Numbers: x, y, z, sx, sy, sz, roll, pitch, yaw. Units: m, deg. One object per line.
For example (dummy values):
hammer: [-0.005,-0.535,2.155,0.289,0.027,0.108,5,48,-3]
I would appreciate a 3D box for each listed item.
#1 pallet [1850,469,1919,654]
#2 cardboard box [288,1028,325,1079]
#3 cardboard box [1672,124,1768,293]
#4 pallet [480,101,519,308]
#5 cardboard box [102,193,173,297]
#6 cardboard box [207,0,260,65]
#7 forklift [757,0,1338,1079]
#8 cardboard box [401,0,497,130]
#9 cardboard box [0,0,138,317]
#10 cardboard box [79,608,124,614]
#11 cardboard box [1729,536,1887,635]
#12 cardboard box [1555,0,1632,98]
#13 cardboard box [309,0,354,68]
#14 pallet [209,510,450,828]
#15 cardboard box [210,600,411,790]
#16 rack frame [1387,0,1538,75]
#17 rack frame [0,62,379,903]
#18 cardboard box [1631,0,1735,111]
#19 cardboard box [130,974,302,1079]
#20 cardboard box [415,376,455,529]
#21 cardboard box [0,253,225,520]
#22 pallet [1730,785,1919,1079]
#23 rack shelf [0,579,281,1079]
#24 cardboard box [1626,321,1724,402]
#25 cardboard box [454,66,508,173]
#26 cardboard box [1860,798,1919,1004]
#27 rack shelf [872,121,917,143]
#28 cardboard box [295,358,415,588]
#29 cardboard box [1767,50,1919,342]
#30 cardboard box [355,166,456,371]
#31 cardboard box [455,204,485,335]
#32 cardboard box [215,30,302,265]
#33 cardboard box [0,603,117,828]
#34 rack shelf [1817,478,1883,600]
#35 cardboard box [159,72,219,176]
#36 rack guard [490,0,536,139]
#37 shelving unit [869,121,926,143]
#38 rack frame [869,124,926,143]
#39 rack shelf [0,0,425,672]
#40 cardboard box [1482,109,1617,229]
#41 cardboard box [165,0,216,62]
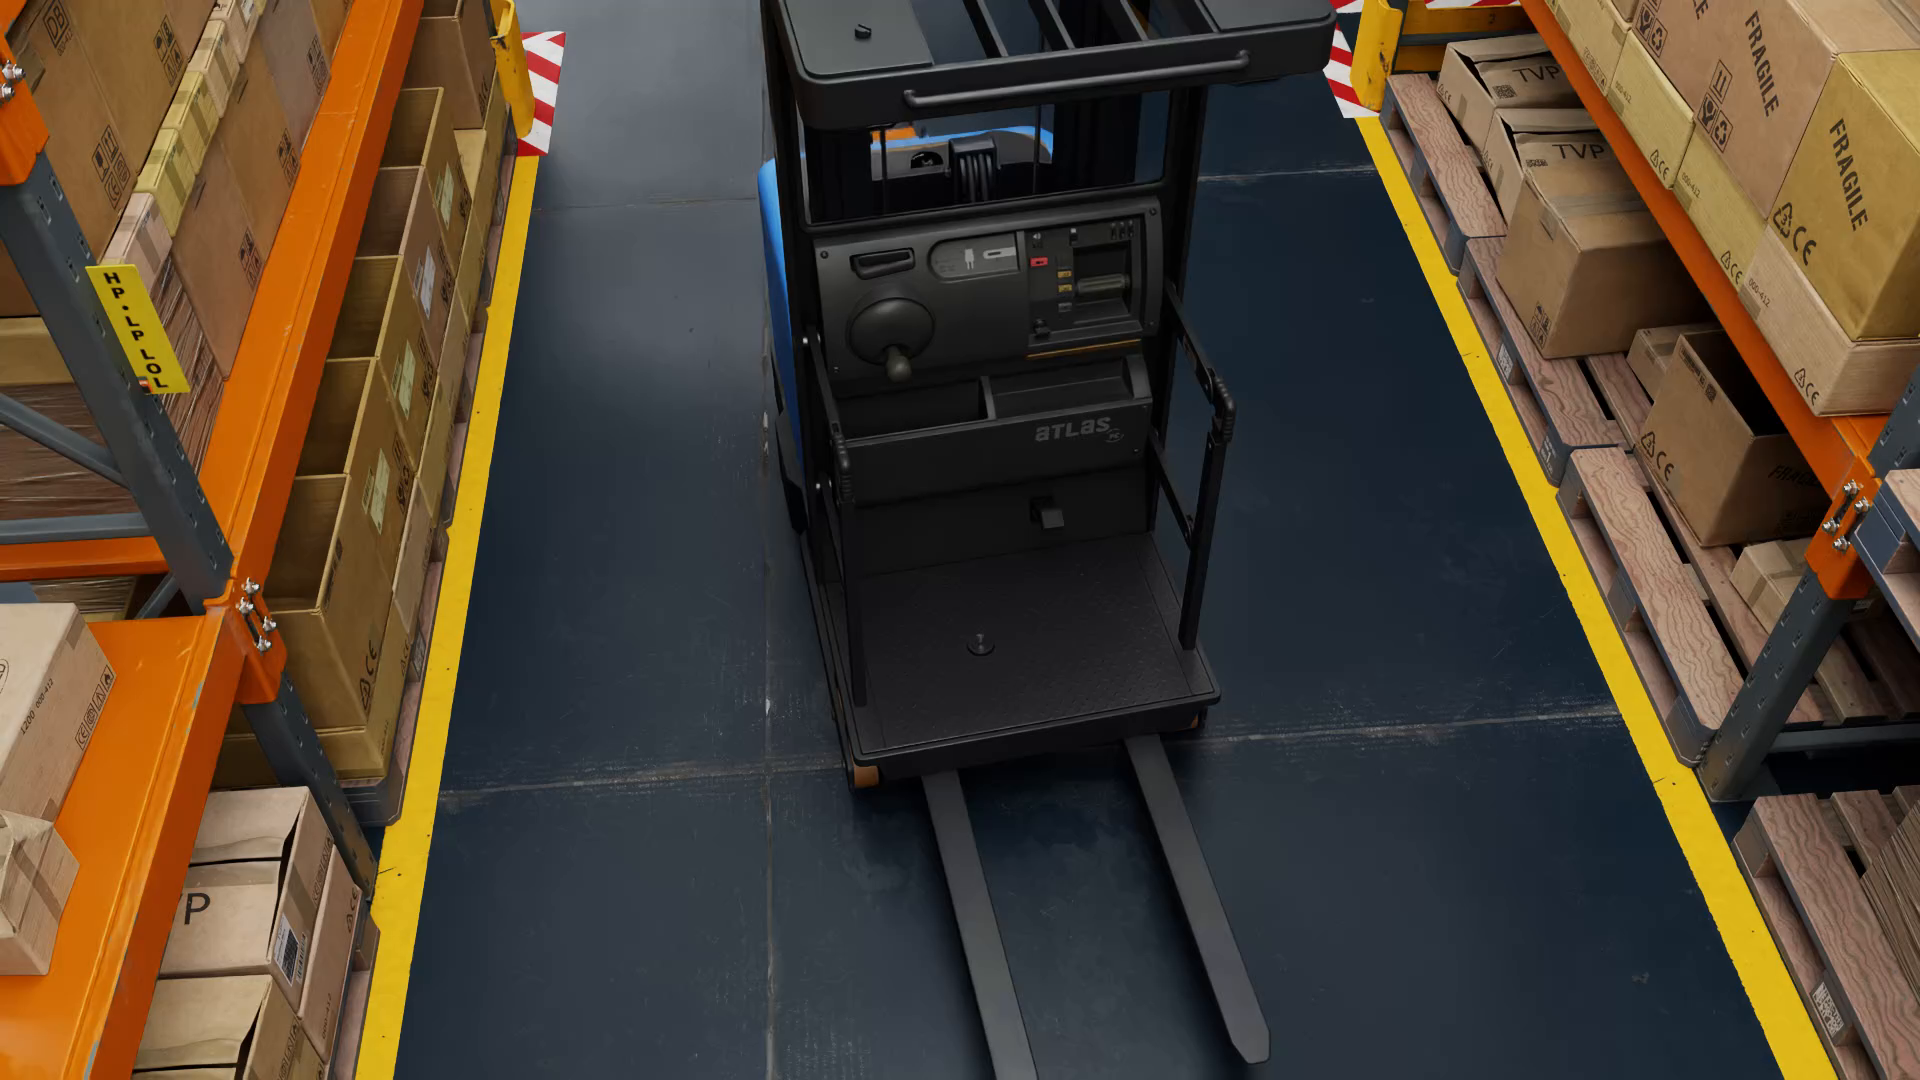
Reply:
pallet: [2.666,0.317,3.516,1.003,0.211,1.213,-3,47,-3]
cardboard box: [-1.825,1.442,3.922,0.500,0.250,0.500,-4,47,-4]
cardboard box: [2.372,-0.951,4.675,0.500,0.250,0.500,-3,47,-3]
pallet: [-2.418,-1.392,6.922,1.003,0.211,1.213,-3,47,-3]
cardboard box: [-2.040,-0.652,3.786,0.380,0.149,0.250,-3,47,-3]
cardboard box: [-2.130,-1.403,4.497,0.380,0.149,0.250,-5,47,-4]
forklift: [0.134,-0.563,4.265,1.130,2.935,3.031,-9,47,-8]
cardboard box: [-2.182,-1.988,6.655,0.500,0.500,0.500,-3,47,-3]
cardboard box: [-2.232,-0.808,3.487,0.700,0.500,0.500,-3,47,-3]
cardboard box: [-2.478,0.109,5.185,0.500,0.250,0.500,-3,47,-3]
cardboard box: [2.672,0.127,5.212,0.380,0.166,0.250,-9,47,-8]
cardboard box: [2.271,-1.678,5.363,0.500,0.250,0.500,-3,47,-3]
cardboard box: [-2.413,-1.858,5.375,0.700,0.500,0.500,-3,47,-3]
pallet: [-2.214,0.374,5.251,1.003,0.211,1.213,-3,47,-3]
cardboard box: [-1.926,0.440,4.872,0.500,0.250,0.500,-3,47,-3]
rack frame: [2.412,-3.205,6.719,1.000,3.000,0.127,-3,47,-3]
rack frame: [-2.189,-0.007,3.691,1.000,3.000,0.127,-3,47,-3]
cardboard box: [2.320,-1.573,4.747,0.500,0.500,0.500,-5,47,-4]
cardboard box: [-1.820,1.253,3.716,0.500,0.311,0.500,-2,47,-2]
cardboard box: [-1.999,-0.284,5.558,0.500,0.250,0.500,-3,47,-3]
cardboard box: [-2.232,-0.362,3.958,0.700,0.500,0.500,-5,47,-4]
pallet: [2.814,1.211,4.458,1.003,0.211,1.213,-3,47,-3]
rack shelf: [-2.022,1.687,2.582,1.077,0.370,4.000,-3,47,-3]
cardboard box: [2.633,-0.640,5.951,0.380,0.149,0.250,-7,47,-6]
cardboard box: [-2.184,-1.730,6.927,0.500,0.250,0.500,-3,47,-3]
cardboard box: [2.825,0.929,4.223,0.700,0.500,0.500,-2,47,-2]
rack shelf: [-0.241,-1.295,5.871,0.215,0.259,0.240,-9,45,-9]
cardboard box: [-1.965,-0.180,4.942,0.500,0.500,0.500,-3,47,-3]
cardboard box: [2.399,-0.847,4.060,0.500,0.500,0.500,-4,47,-3]
cardboard box: [-2.043,-0.904,5.628,0.500,0.500,0.500,-3,47,-3]
cardboard box: [-2.087,-1.007,6.243,0.500,0.250,0.500,-3,47,-3]
cardboard box: [-2.321,-1.107,4.663,0.700,0.500,0.500,-3,47,-3]
cardboard box: [-2.104,0.398,3.410,0.500,0.250,0.500,-1,47,-1]
rack shelf: [2.914,1.383,2.869,1.077,0.370,4.000,-3,47,-3]
cardboard box: [-2.086,-1.029,4.143,0.380,0.149,0.250,-4,47,-4]
rack guard: [-2.526,-2.059,7.356,1.175,0.500,0.348,-3,47,-3]
shelving unit: [-0.239,-1.100,6.063,0.215,1.050,0.252,-9,45,-9]
rack frame: [-0.212,-1.017,5.978,0.200,1.050,0.008,-9,45,-9]
rack shelf: [-2.356,-1.207,5.322,1.077,0.370,4.000,-3,47,-3]
cardboard box: [2.428,-1.513,6.666,0.500,0.311,0.500,0,47,0]
cardboard box: [-2.317,-1.536,4.177,0.700,0.500,0.500,-4,47,-3]
